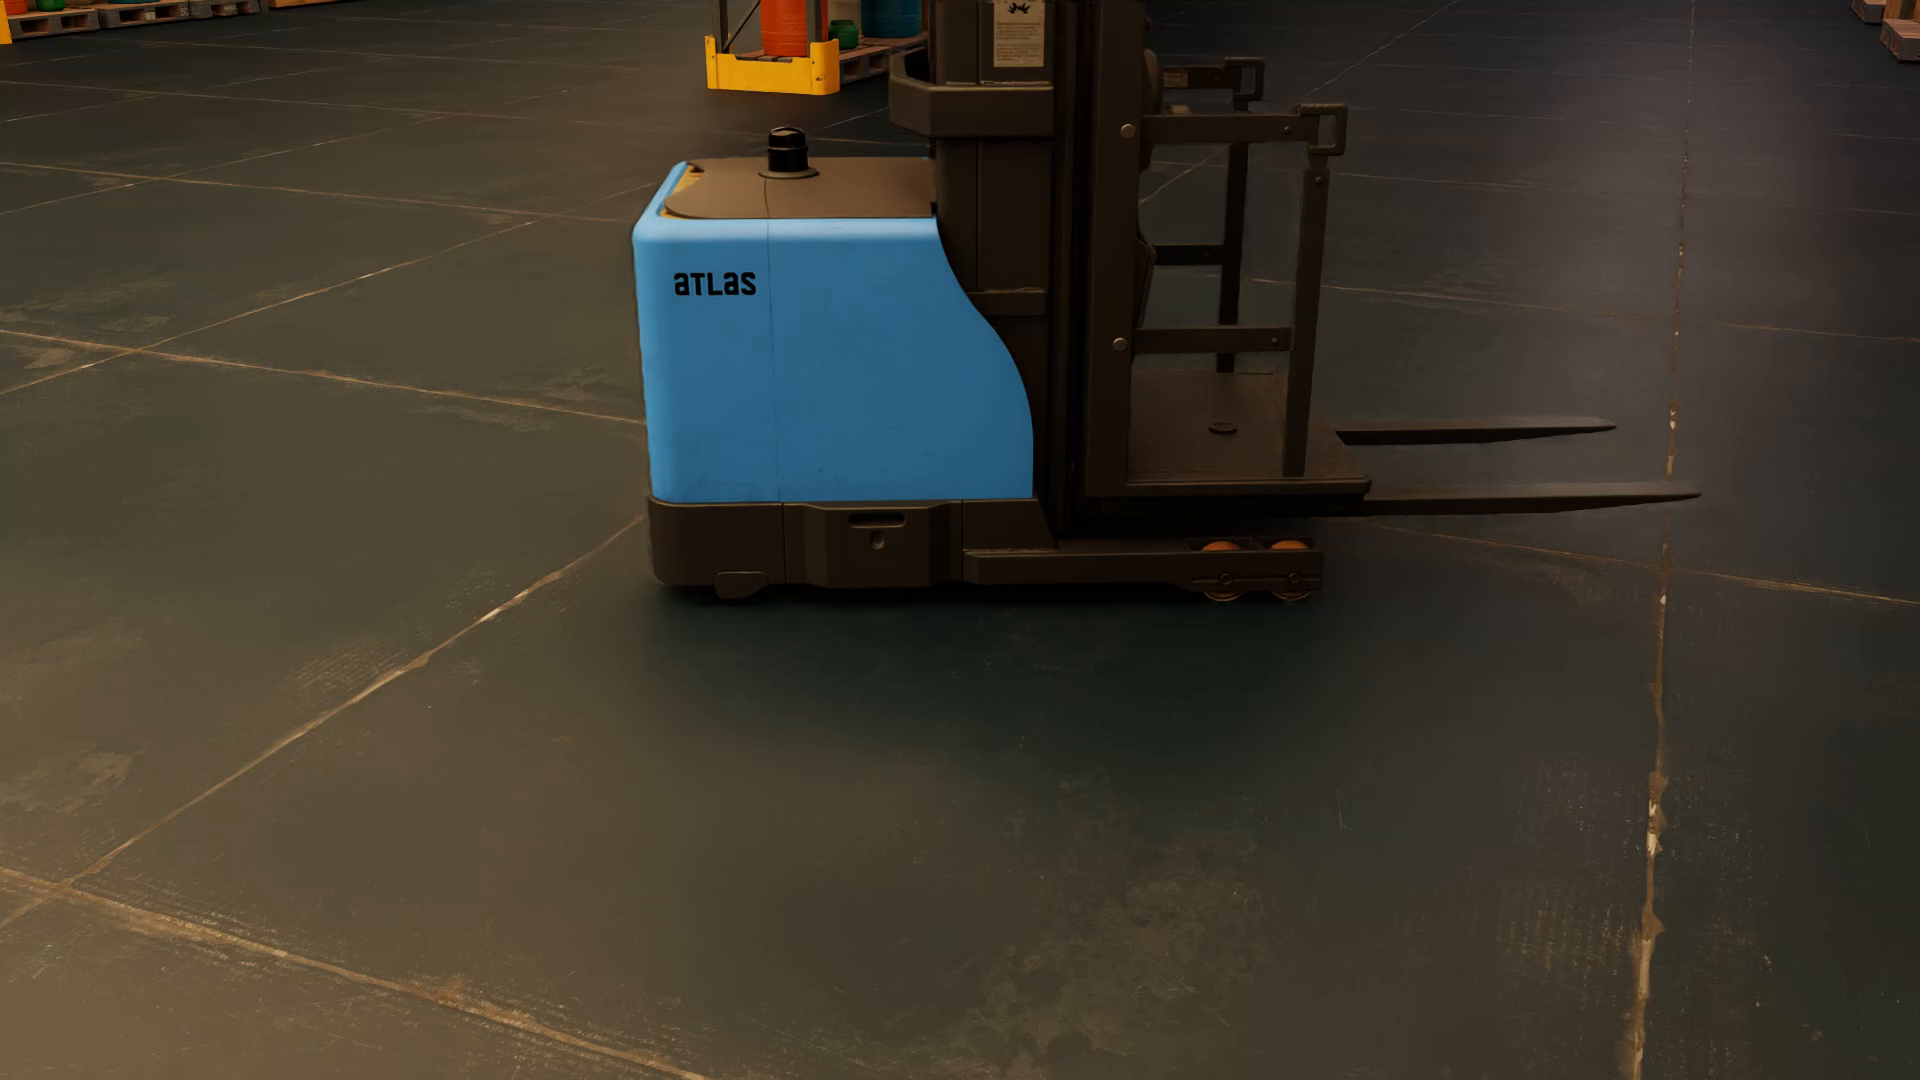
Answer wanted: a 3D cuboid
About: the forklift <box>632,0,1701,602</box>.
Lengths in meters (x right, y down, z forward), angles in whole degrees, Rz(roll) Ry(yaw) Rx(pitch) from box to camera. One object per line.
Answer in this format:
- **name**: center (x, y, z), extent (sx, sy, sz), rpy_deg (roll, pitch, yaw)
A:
- **forklift**: center (0.630, -1.383, 4.602), extent (3.031, 2.935, 1.130), rpy_deg (-1, 23, -2)
